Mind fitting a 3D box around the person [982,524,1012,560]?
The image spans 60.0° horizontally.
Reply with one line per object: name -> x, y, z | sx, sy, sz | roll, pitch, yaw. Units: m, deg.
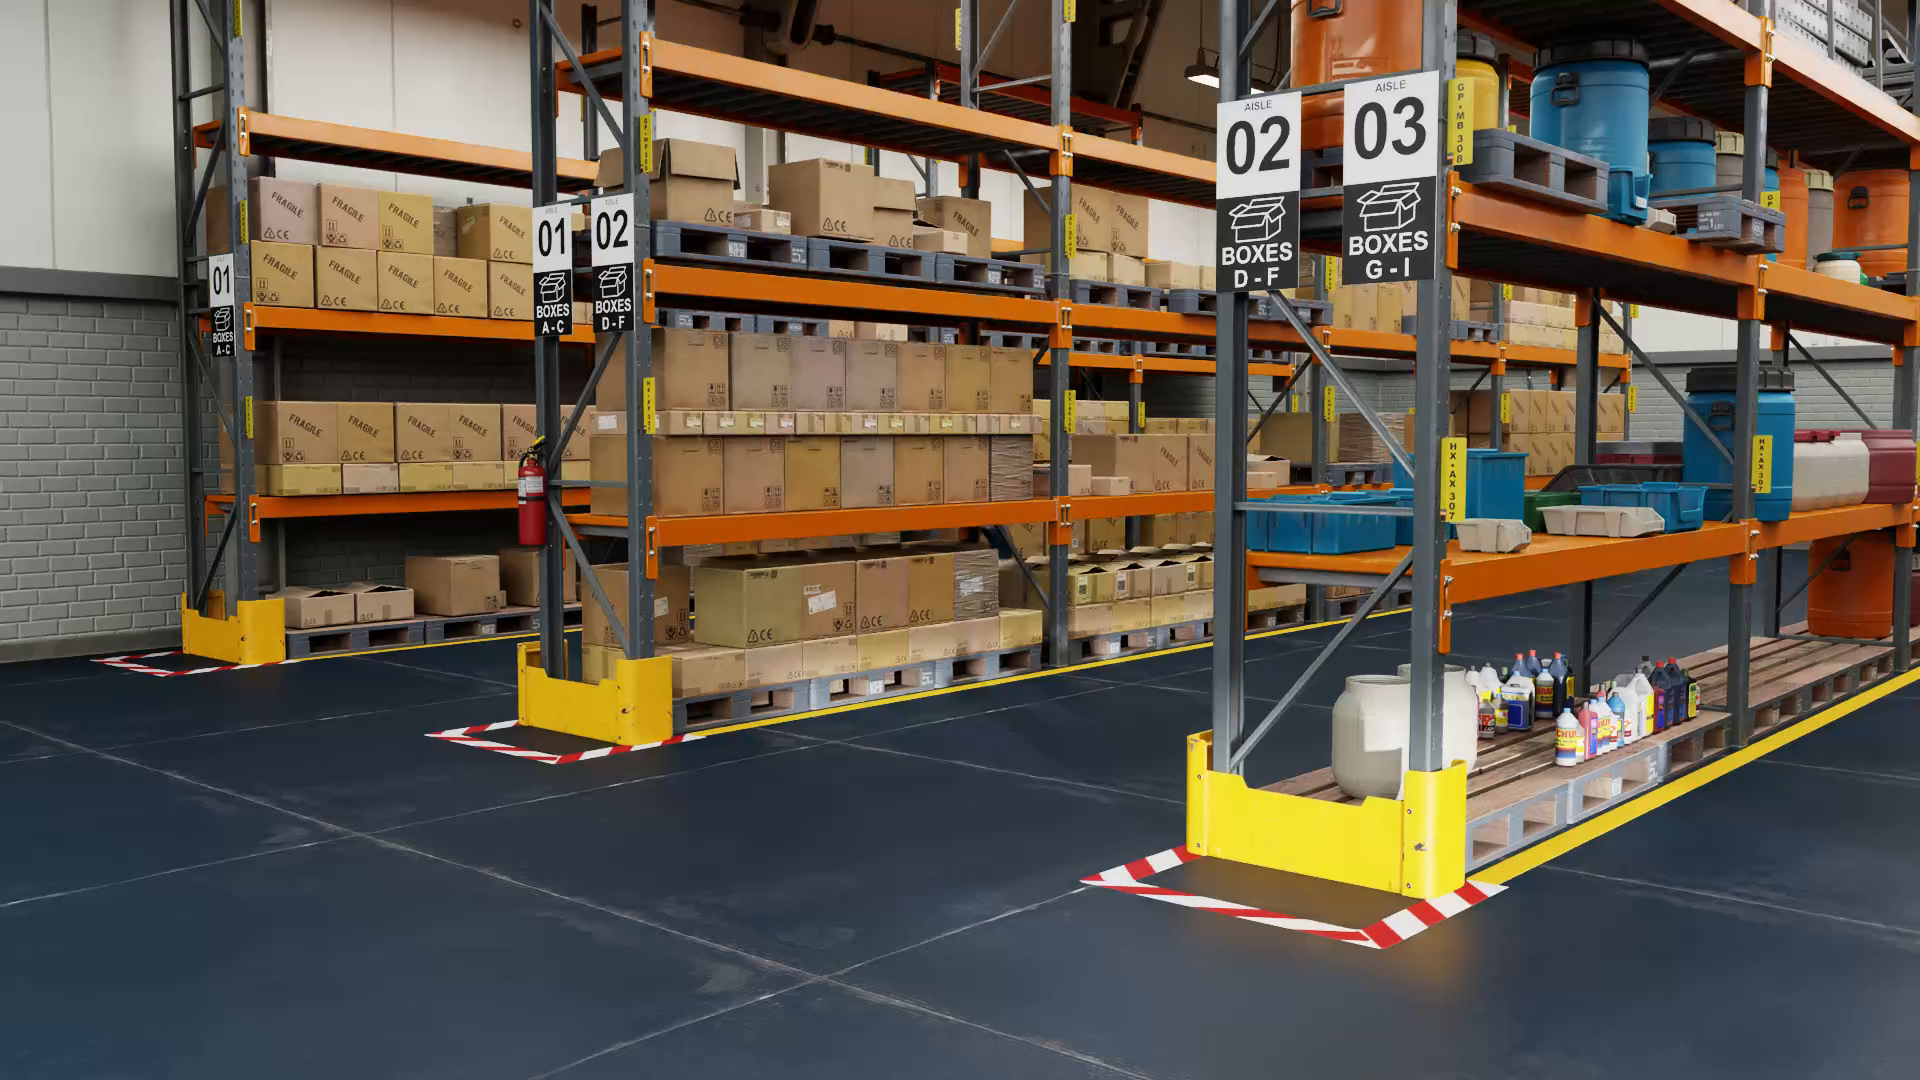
person -> 0.331, -0.120, 17.283 | 0.660, 1.578, 0.424 | -3, 5, -34
